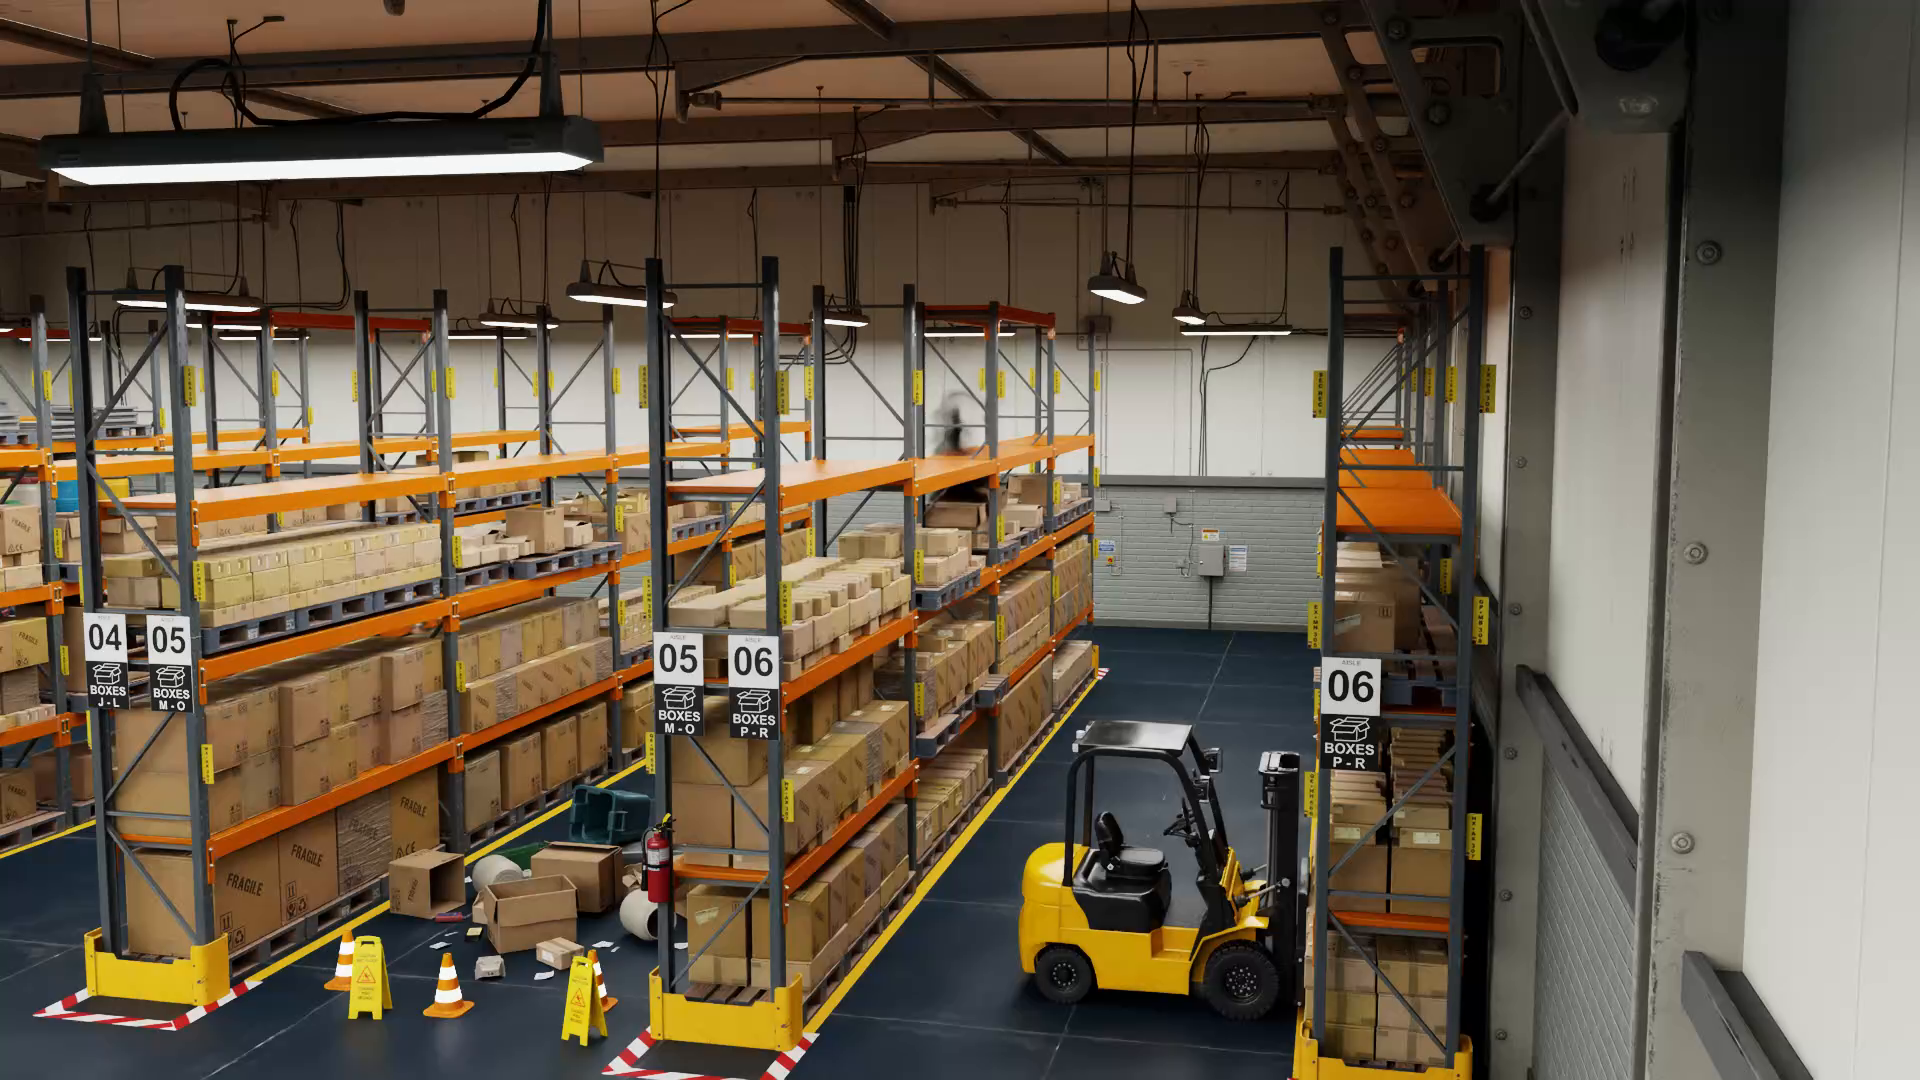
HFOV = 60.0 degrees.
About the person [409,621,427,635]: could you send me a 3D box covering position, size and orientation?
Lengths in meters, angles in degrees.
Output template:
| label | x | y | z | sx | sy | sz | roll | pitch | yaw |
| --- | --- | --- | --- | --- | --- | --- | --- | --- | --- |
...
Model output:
| label | x | y | z | sx | sy | sz | roll | pitch | yaw |
| --- | --- | --- | --- | --- | --- | --- | --- | --- | --- |
| person | -7.650 | 1.956 | 23.474 | 0.592 | 1.736 | 0.684 | 1 | 6 | 11 |
